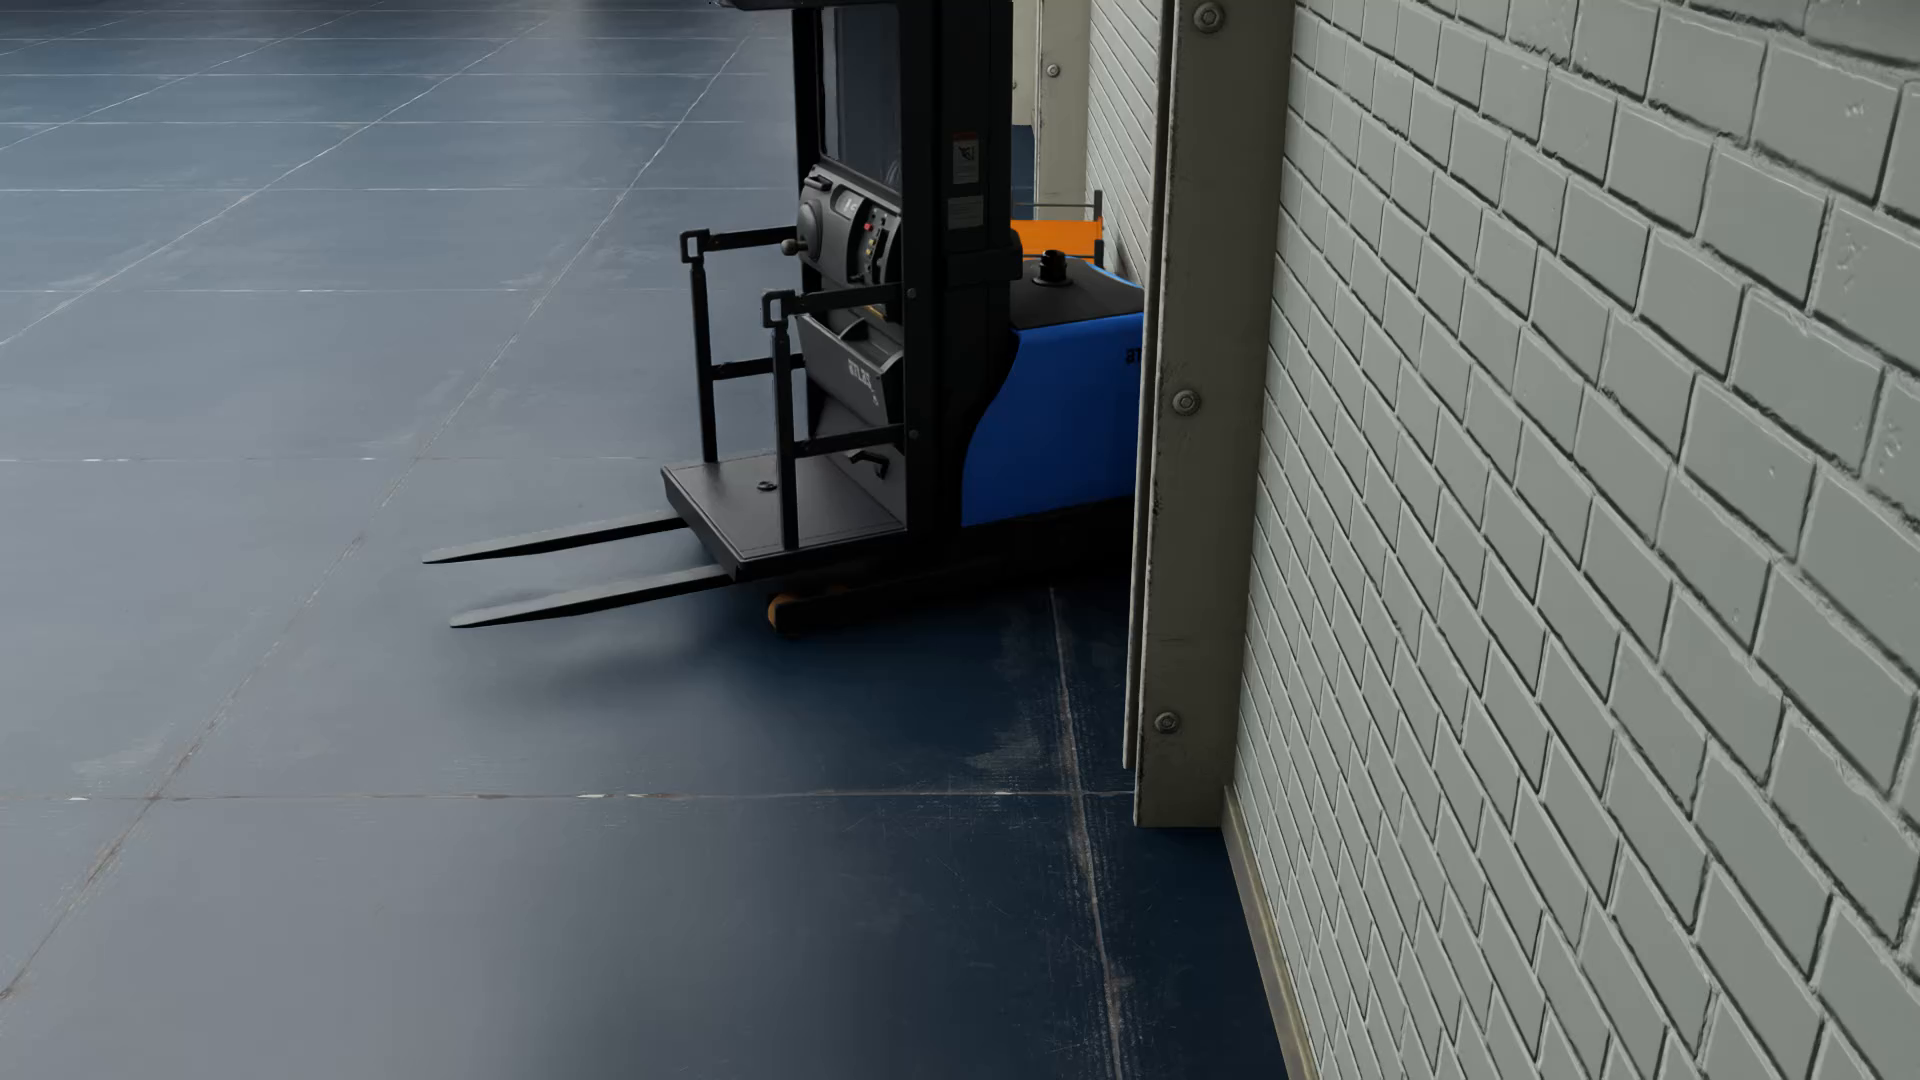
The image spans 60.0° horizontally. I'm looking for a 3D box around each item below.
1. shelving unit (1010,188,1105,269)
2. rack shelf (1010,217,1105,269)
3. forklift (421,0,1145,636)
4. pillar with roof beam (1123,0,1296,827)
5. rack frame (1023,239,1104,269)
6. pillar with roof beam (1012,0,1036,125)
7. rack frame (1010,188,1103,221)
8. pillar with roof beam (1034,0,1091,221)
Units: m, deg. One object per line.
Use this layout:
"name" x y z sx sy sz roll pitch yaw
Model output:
"shelving unit" 0.439 -1.061 8.230 0.538 1.125 1.048 2 24 4
"rack shelf" 0.439 -1.327 8.110 0.538 0.278 1.000 2 24 4
"forklift" -0.620 -1.211 6.371 3.031 2.935 1.130 -11 27 -23
"pillar with roof beam" -3.600 -3.258 3.533 9.100 9.000 0.400 0 24 -1
"rack frame" 0.402 -0.852 7.768 0.500 1.125 0.032 2 24 4
"pillar with roof beam" -3.731 -8.202 14.466 9.100 9.000 0.400 0 24 -1
"rack frame" 0.475 -1.270 8.692 0.500 1.125 0.032 2 24 4
"pillar with roof beam" -3.665 -5.730 8.999 9.100 9.000 0.400 0 24 -1
